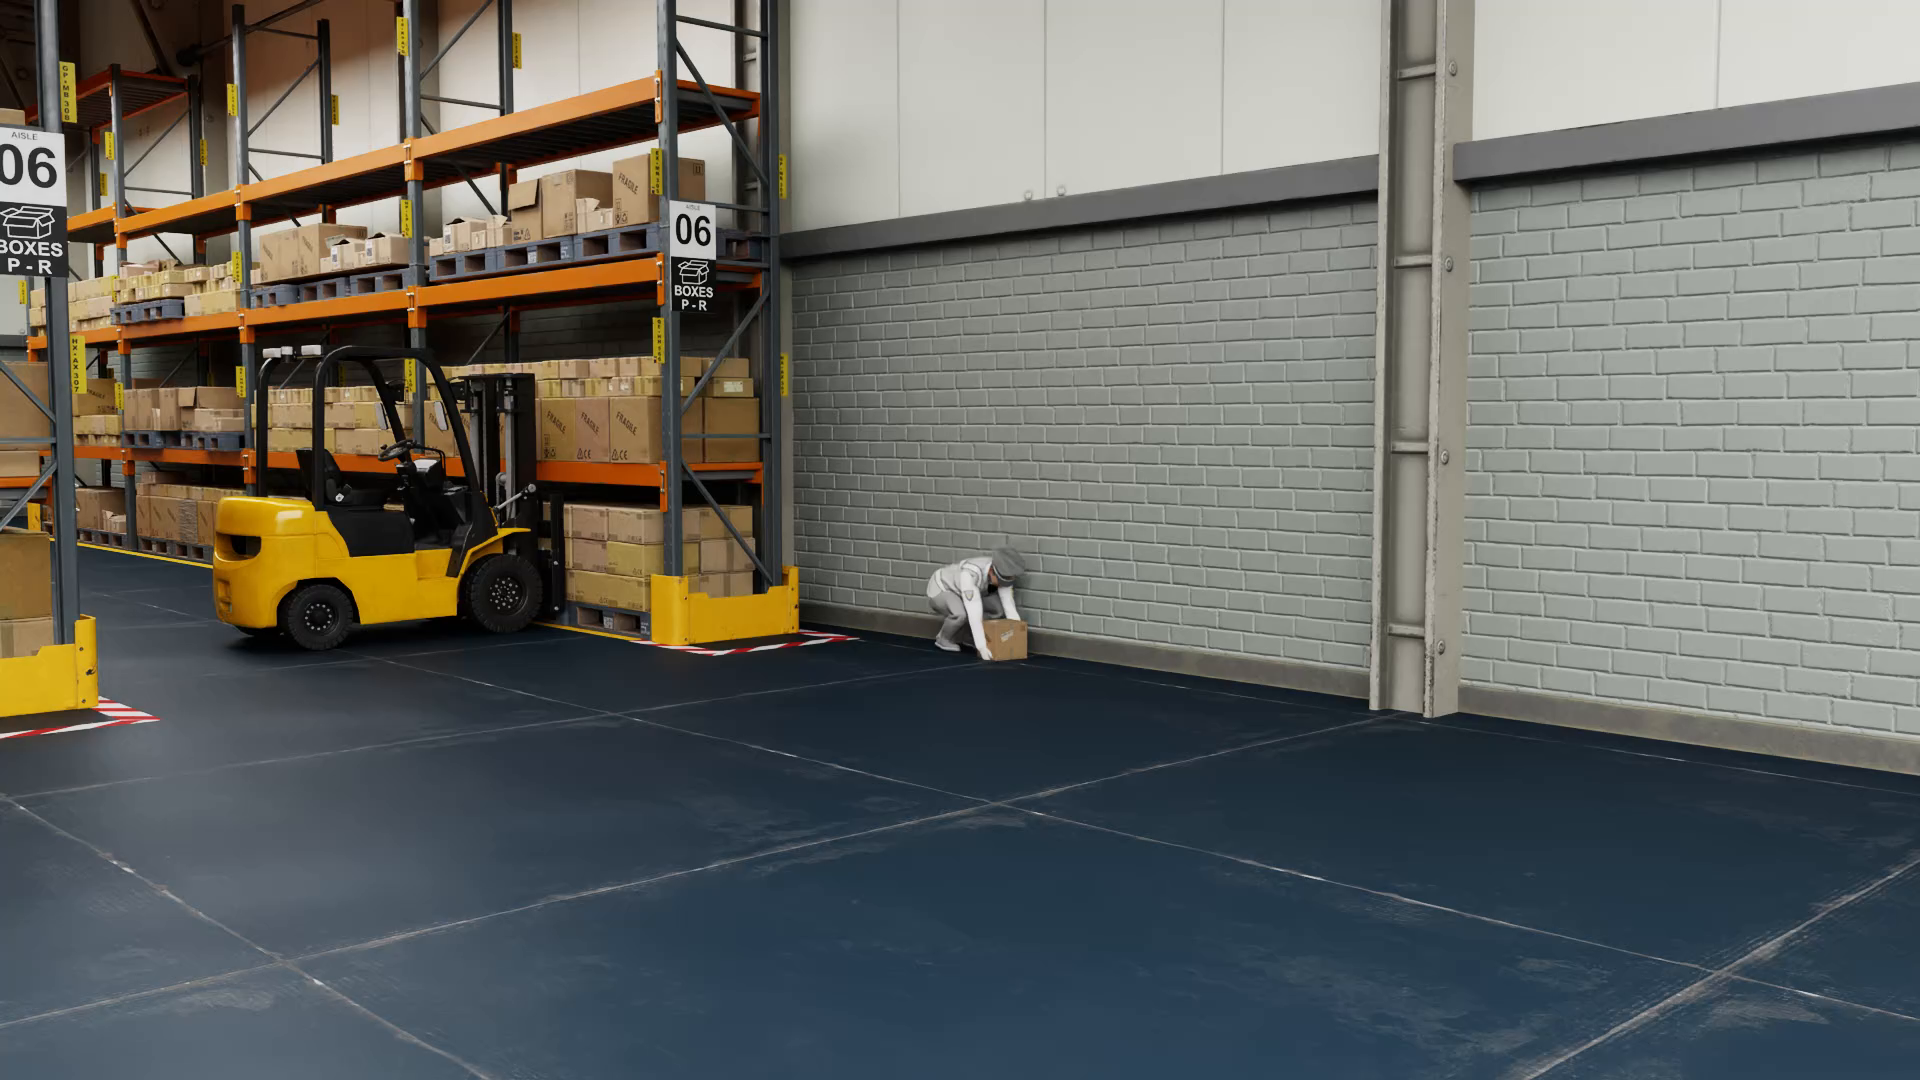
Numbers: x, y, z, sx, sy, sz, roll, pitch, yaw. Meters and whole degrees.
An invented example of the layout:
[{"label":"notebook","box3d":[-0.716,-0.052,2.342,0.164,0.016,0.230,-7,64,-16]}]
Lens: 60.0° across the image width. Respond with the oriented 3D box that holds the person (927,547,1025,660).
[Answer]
[{"label":"person","box3d":[0.119,0.447,11.682,0.473,0.832,0.893,-2,5,-31]}]
